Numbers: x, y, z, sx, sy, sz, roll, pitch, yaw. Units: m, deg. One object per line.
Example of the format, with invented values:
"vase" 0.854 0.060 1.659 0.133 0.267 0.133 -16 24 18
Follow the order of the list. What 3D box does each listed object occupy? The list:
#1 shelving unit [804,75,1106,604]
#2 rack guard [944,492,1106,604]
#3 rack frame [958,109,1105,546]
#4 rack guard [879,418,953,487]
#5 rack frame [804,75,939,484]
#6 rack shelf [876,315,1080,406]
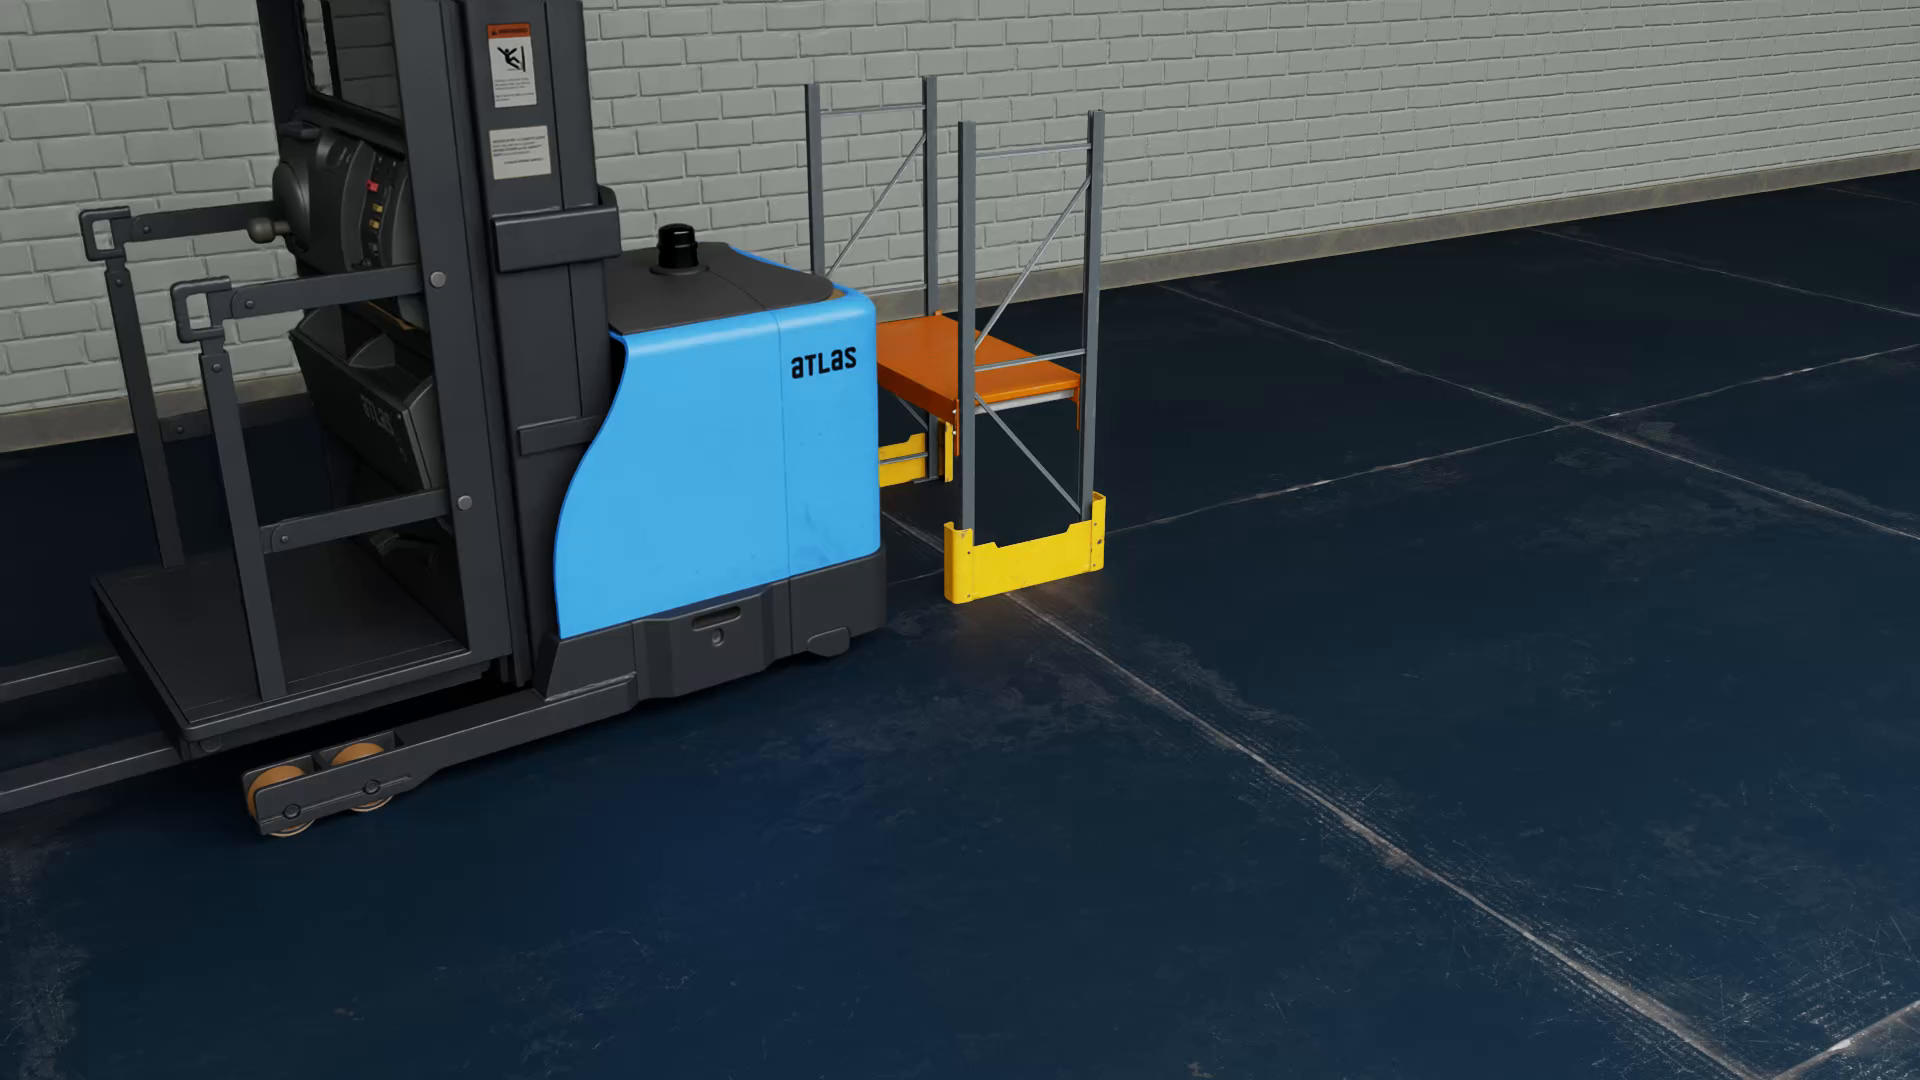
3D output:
"shelving unit" -0.039 -0.719 5.590 0.587 1.500 1.083 -13 25 -28
"rack guard" 0.215 0.021 5.429 0.587 0.250 0.087 -13 25 -28
"rack frame" 0.216 -0.558 5.192 0.500 1.500 0.032 -13 25 -28
"rack guard" -0.293 -0.302 6.222 0.587 0.250 0.087 -13 25 -28
"rack frame" -0.303 -0.887 6.002 0.500 1.500 0.032 -13 25 -28
"rack shelf" -0.044 -0.618 5.640 0.459 0.026 0.952 -13 25 -28
